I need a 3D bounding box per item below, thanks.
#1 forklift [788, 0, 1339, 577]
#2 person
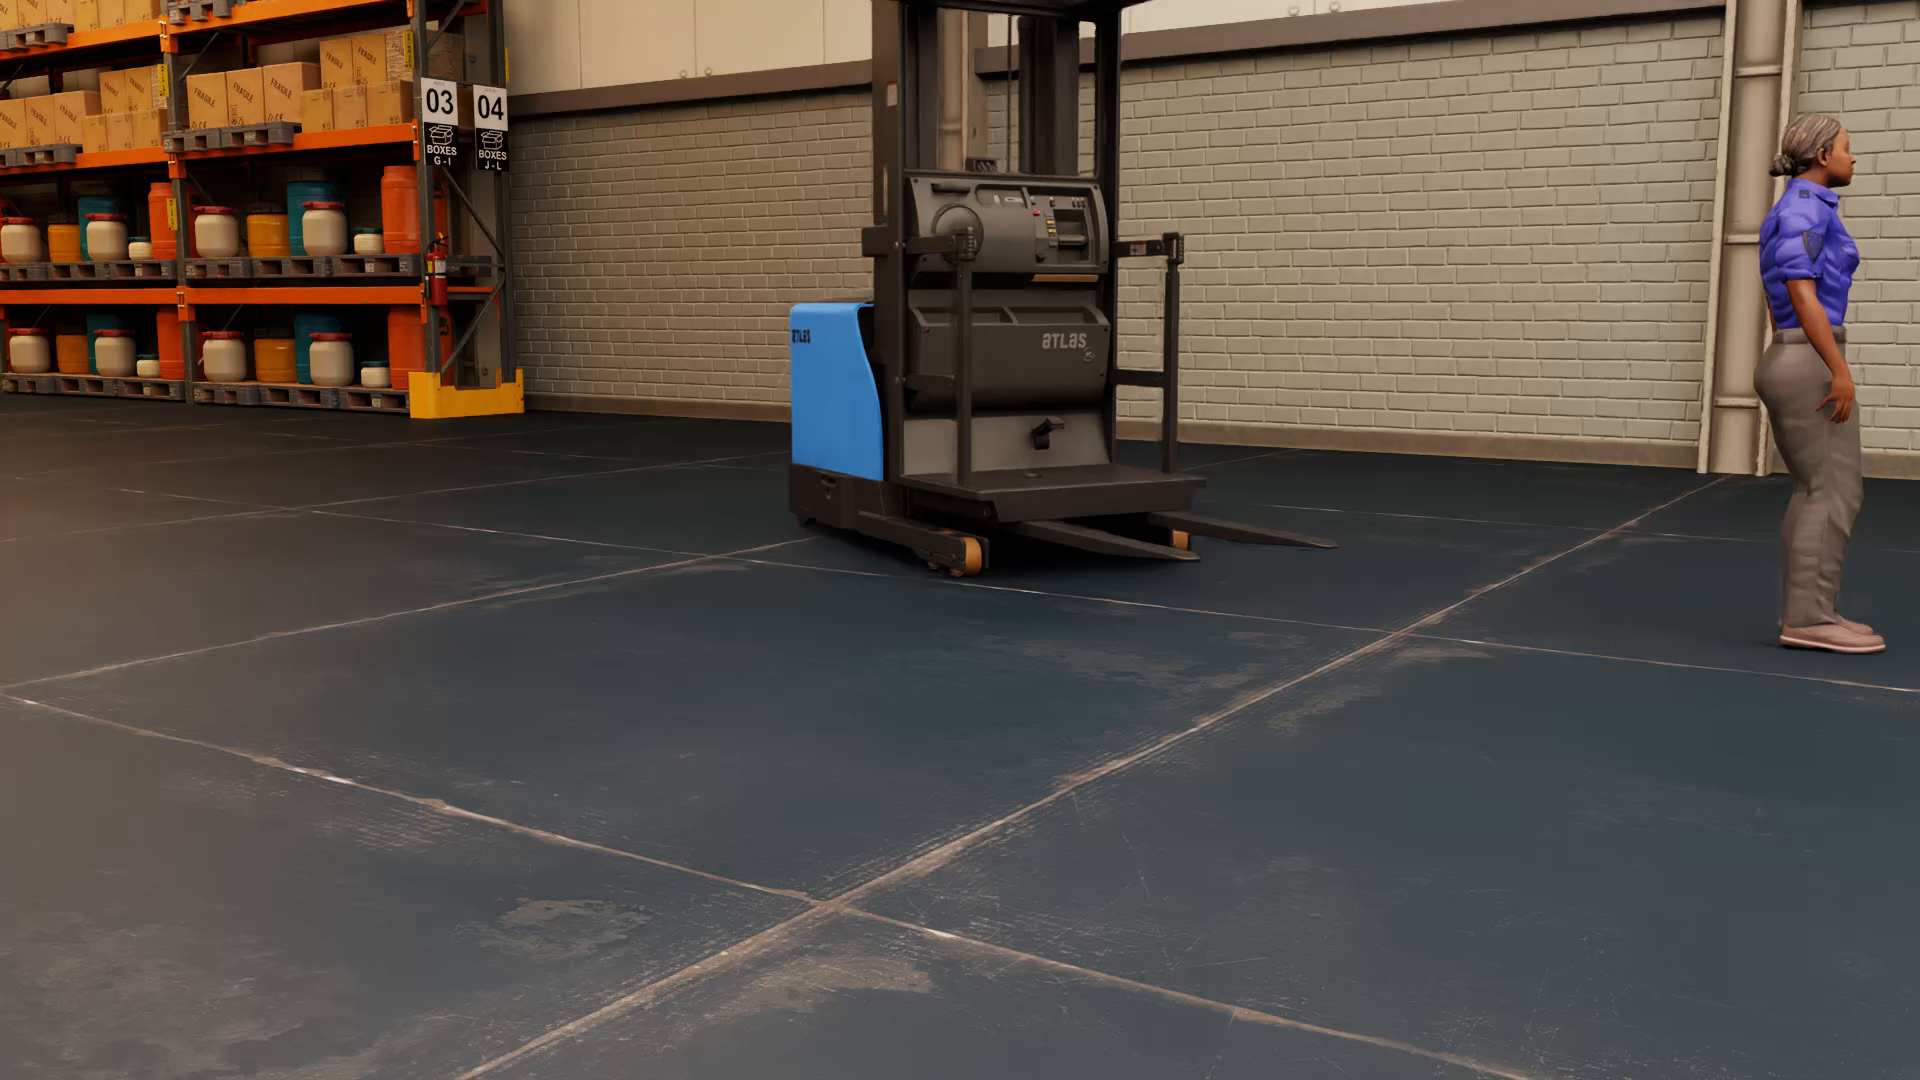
[{"bbox_3d":[0.320,-1.375,6.861,1.130,2.935,3.031,-4,9,-28],"label":"forklift"},{"bbox_3d":[2.733,-0.489,5.245,0.429,1.675,0.534,3,9,18],"label":"person"}]
